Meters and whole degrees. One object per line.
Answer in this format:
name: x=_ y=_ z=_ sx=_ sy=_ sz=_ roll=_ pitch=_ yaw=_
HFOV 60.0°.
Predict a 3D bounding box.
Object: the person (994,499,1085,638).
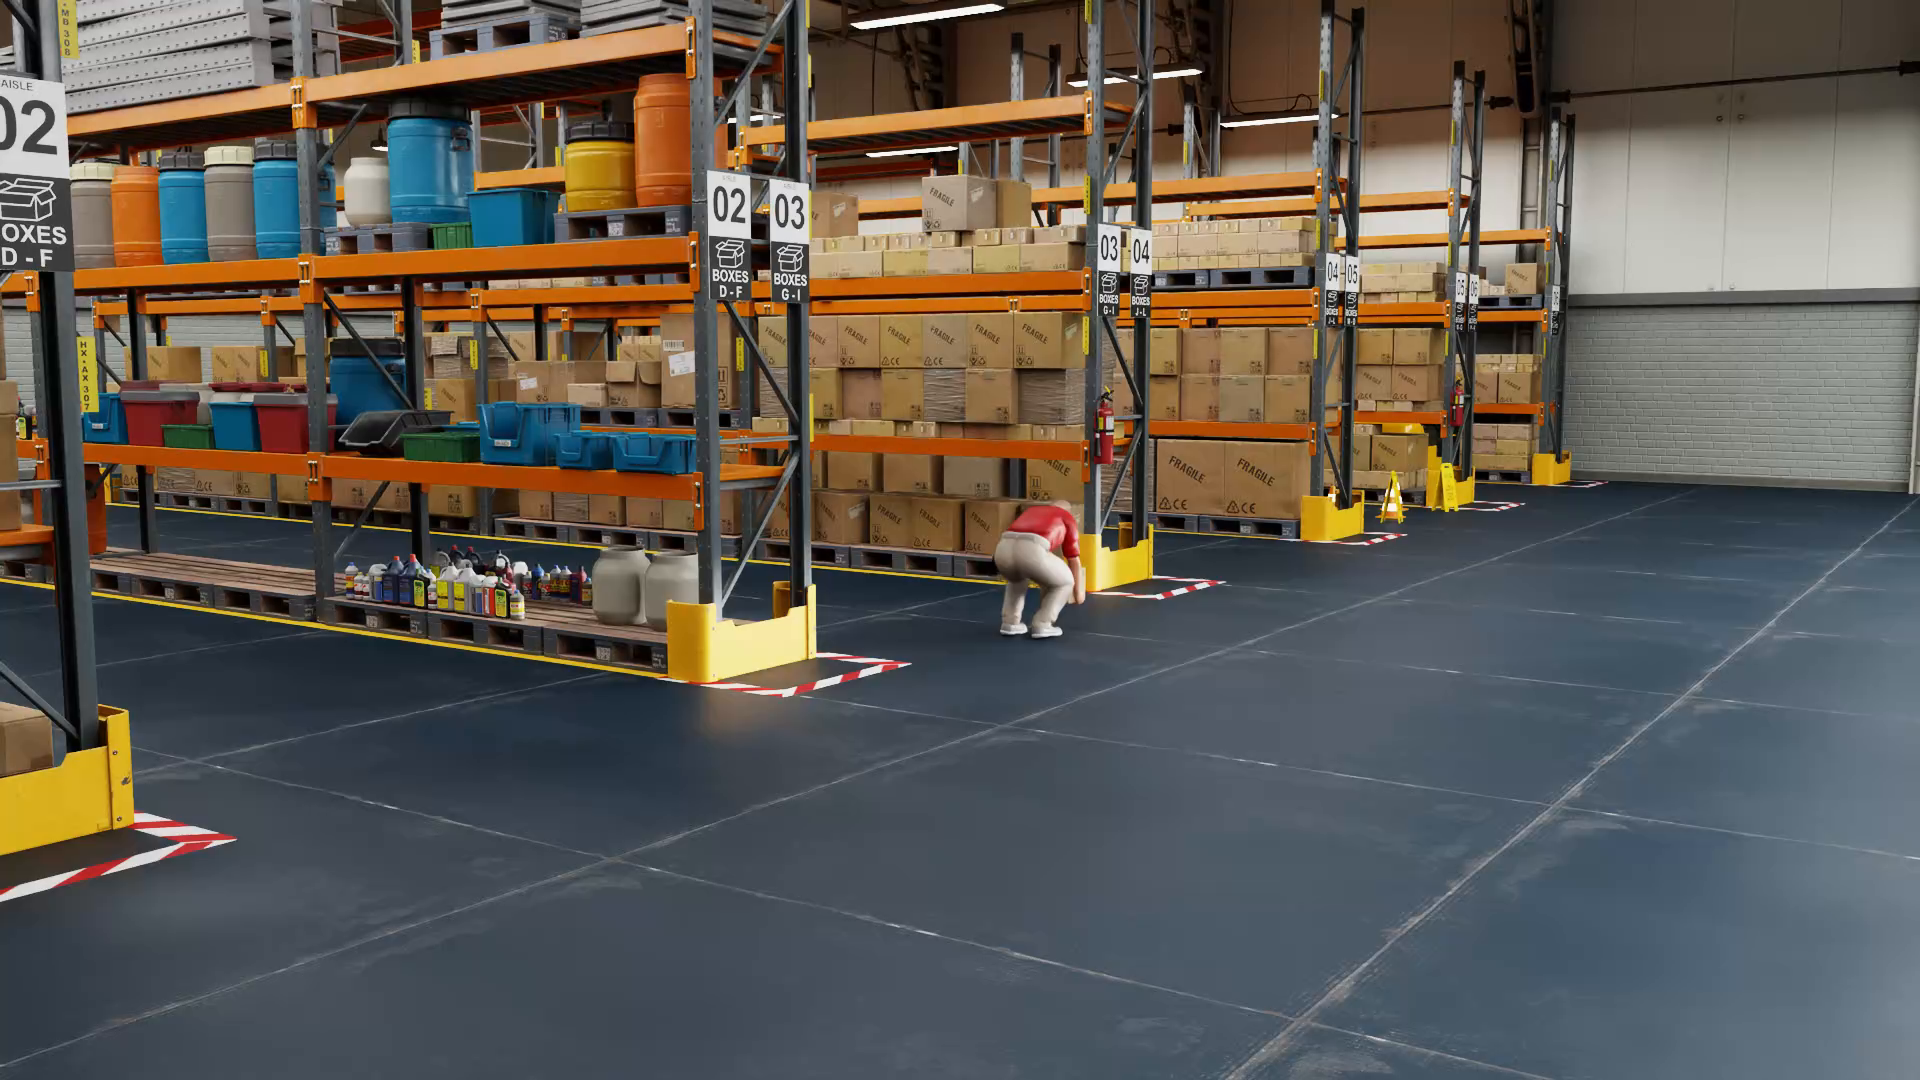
person: x=0.596 y=0.210 z=12.398 sx=0.542 sy=0.980 sz=0.918 roll=4 pitch=7 yaw=31
